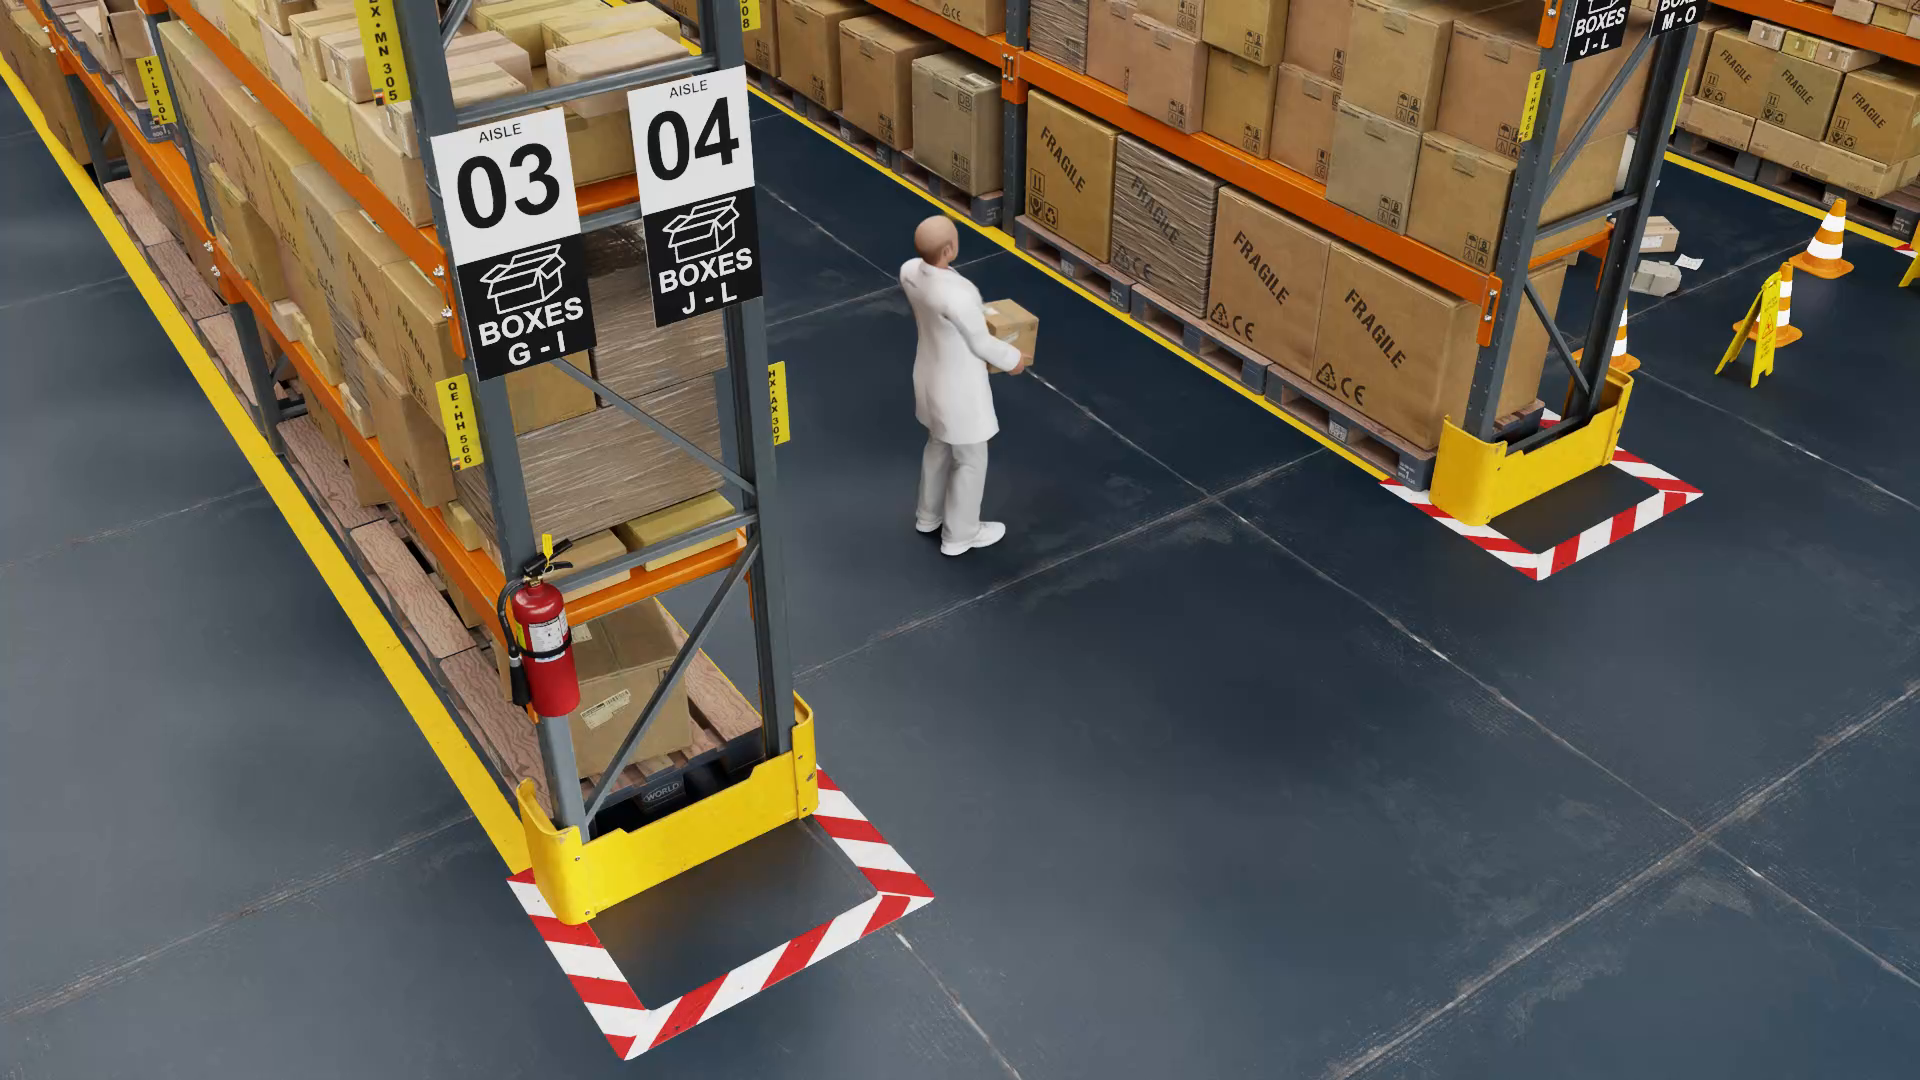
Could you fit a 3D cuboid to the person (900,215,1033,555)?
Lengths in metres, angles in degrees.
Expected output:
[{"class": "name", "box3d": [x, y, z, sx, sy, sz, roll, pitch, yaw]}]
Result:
[{"class": "person", "box3d": [0.042, -0.791, 8.115, 0.562, 1.771, 0.530, -21, 41, -26]}]
